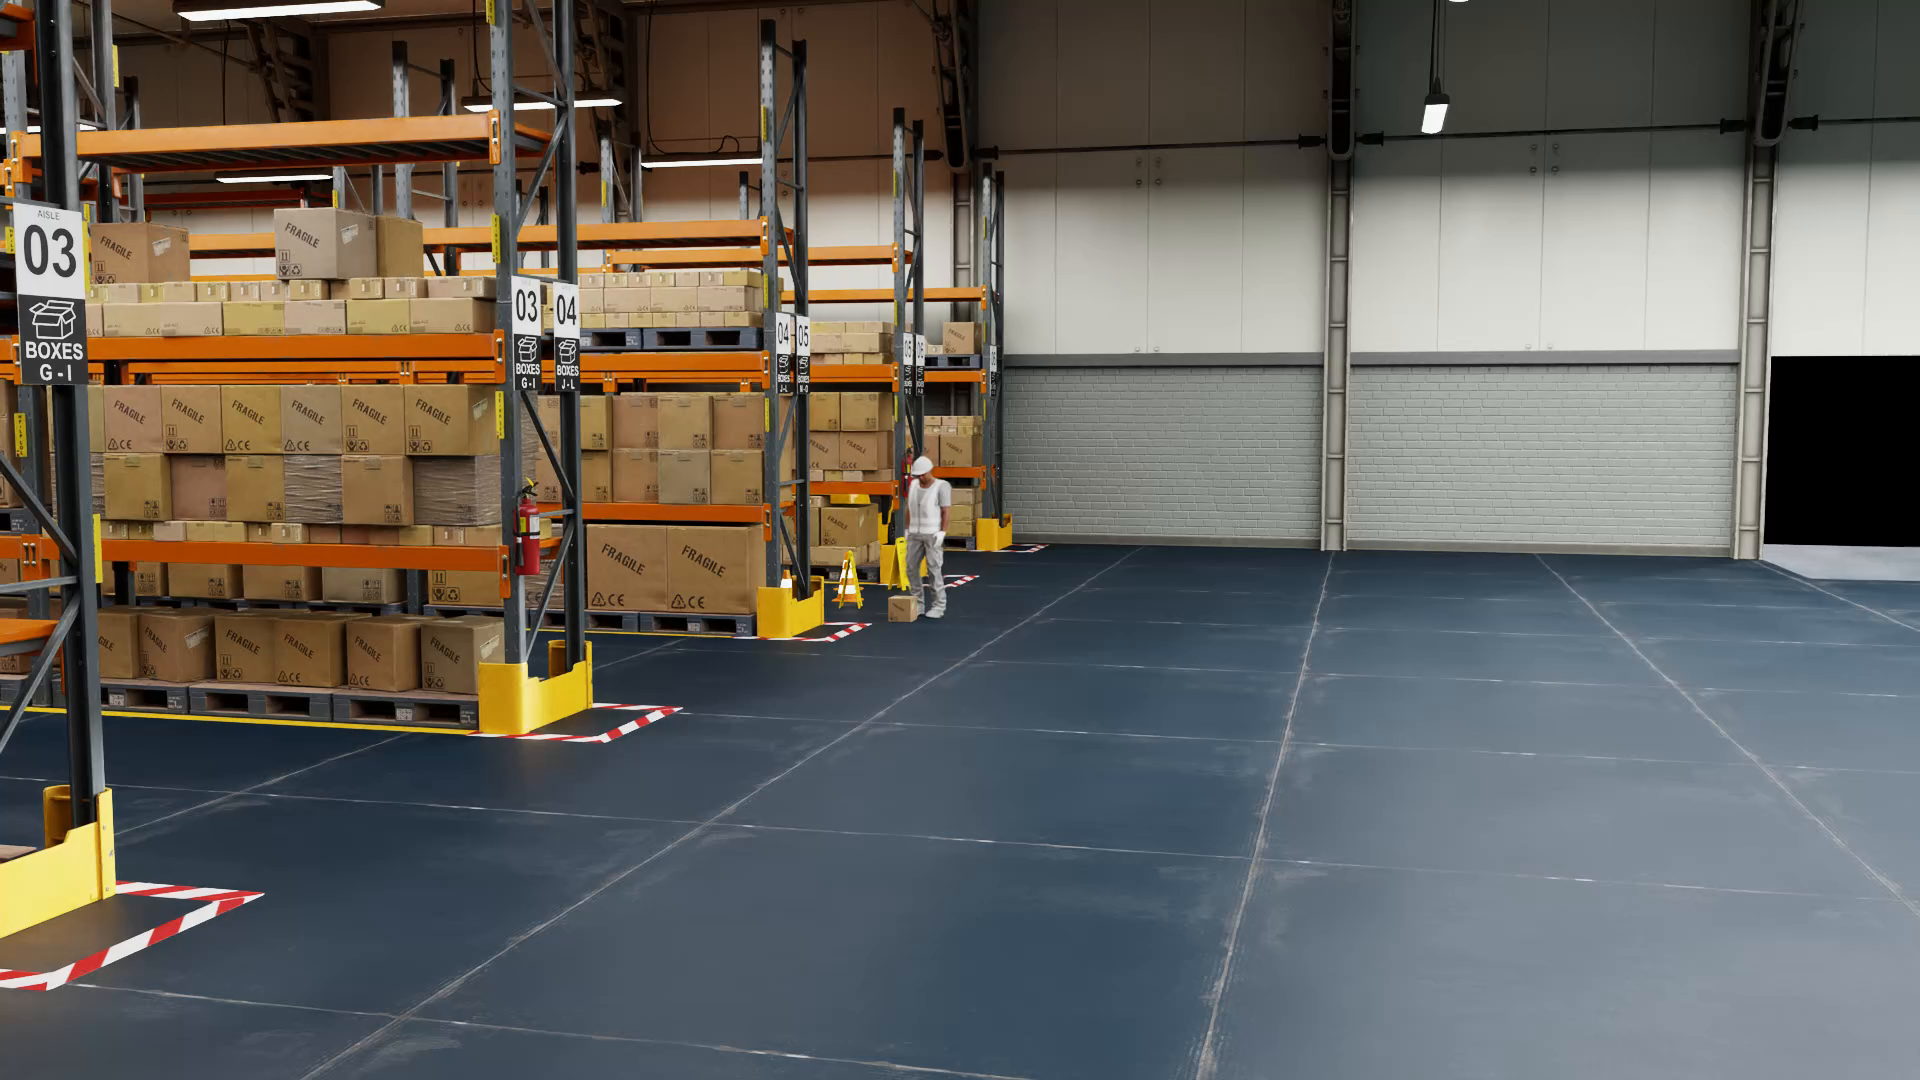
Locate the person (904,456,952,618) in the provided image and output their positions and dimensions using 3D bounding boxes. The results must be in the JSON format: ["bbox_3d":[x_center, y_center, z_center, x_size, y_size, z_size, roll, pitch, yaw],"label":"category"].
[{"bbox_3d":[-0.360,-0.039,18.033,0.566,1.748,0.427,3,6,33],"label":"person"}]
